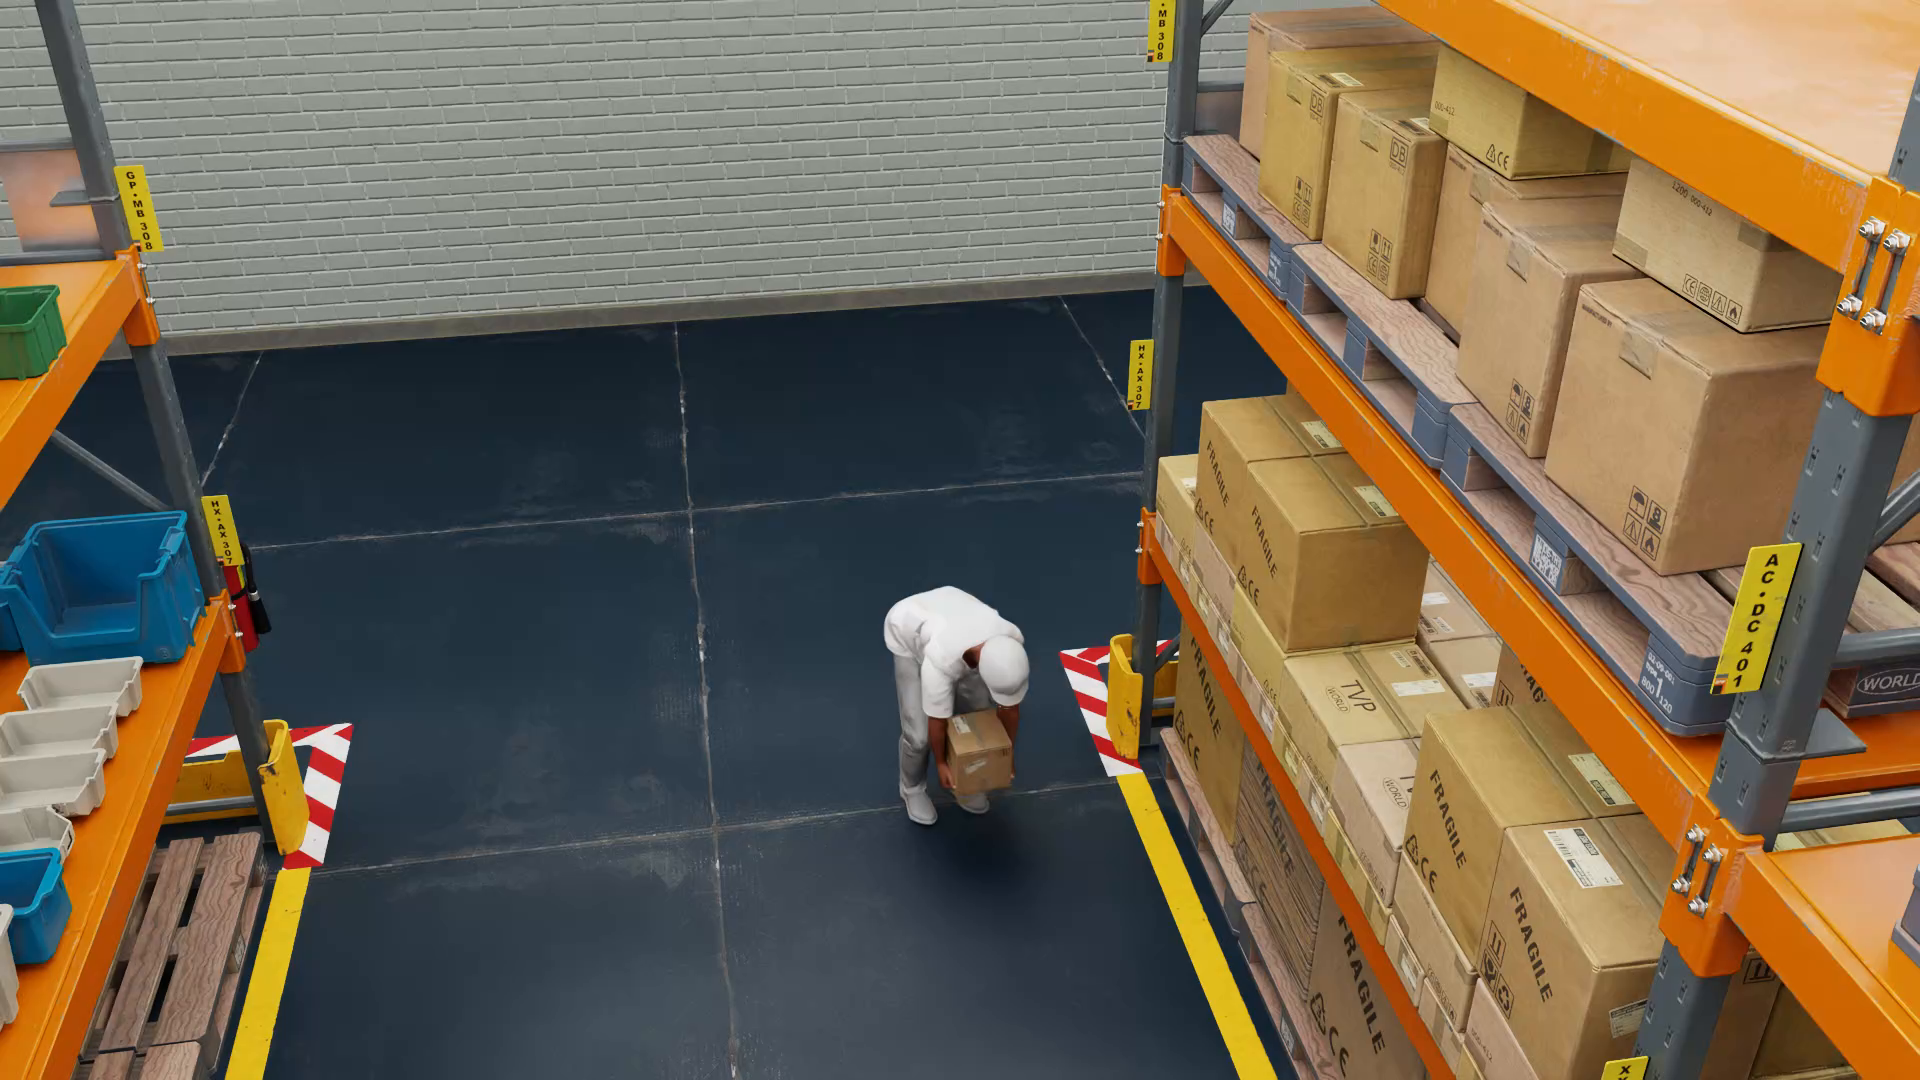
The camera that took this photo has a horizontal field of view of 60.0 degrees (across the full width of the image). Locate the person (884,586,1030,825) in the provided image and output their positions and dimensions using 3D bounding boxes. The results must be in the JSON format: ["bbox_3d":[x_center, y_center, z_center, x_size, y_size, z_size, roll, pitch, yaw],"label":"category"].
[{"bbox_3d":[0.024,0.776,7.312,0.472,1.240,0.956,-15,33,-23],"label":"person"}]
